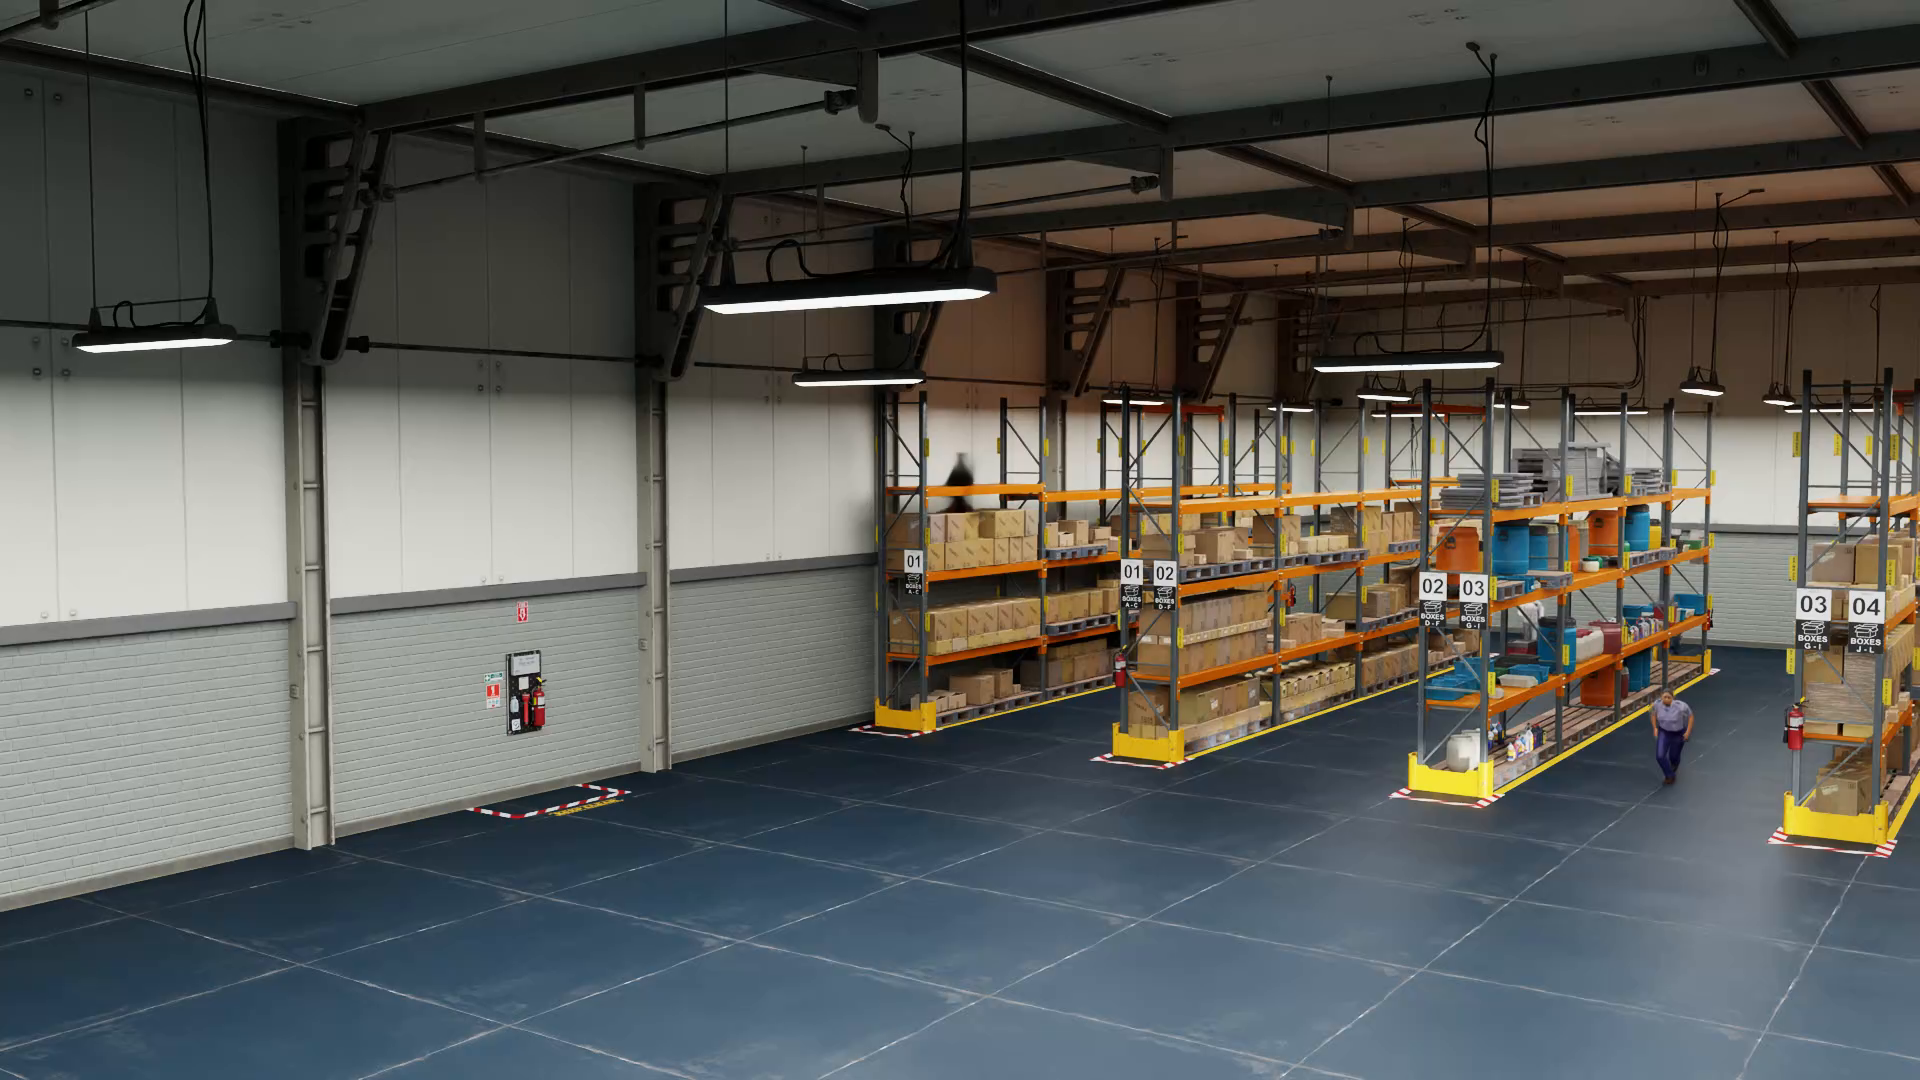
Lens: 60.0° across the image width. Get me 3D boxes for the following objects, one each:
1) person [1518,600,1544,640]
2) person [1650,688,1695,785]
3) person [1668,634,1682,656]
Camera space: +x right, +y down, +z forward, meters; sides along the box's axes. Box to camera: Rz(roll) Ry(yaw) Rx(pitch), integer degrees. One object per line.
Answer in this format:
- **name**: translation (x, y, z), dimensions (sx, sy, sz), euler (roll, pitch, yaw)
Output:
- **person**: translation (13.404, 1.993, 39.064), dimensions (0.588, 1.740, 0.830), euler (1, 3, 17)
- **person**: translation (10.612, 2.900, 24.745), dimensions (0.613, 1.477, 0.902), euler (2, 4, 33)
- **person**: translation (16.501, 2.087, 38.299), dimensions (0.555, 1.556, 0.865), euler (-1, 3, -21)
